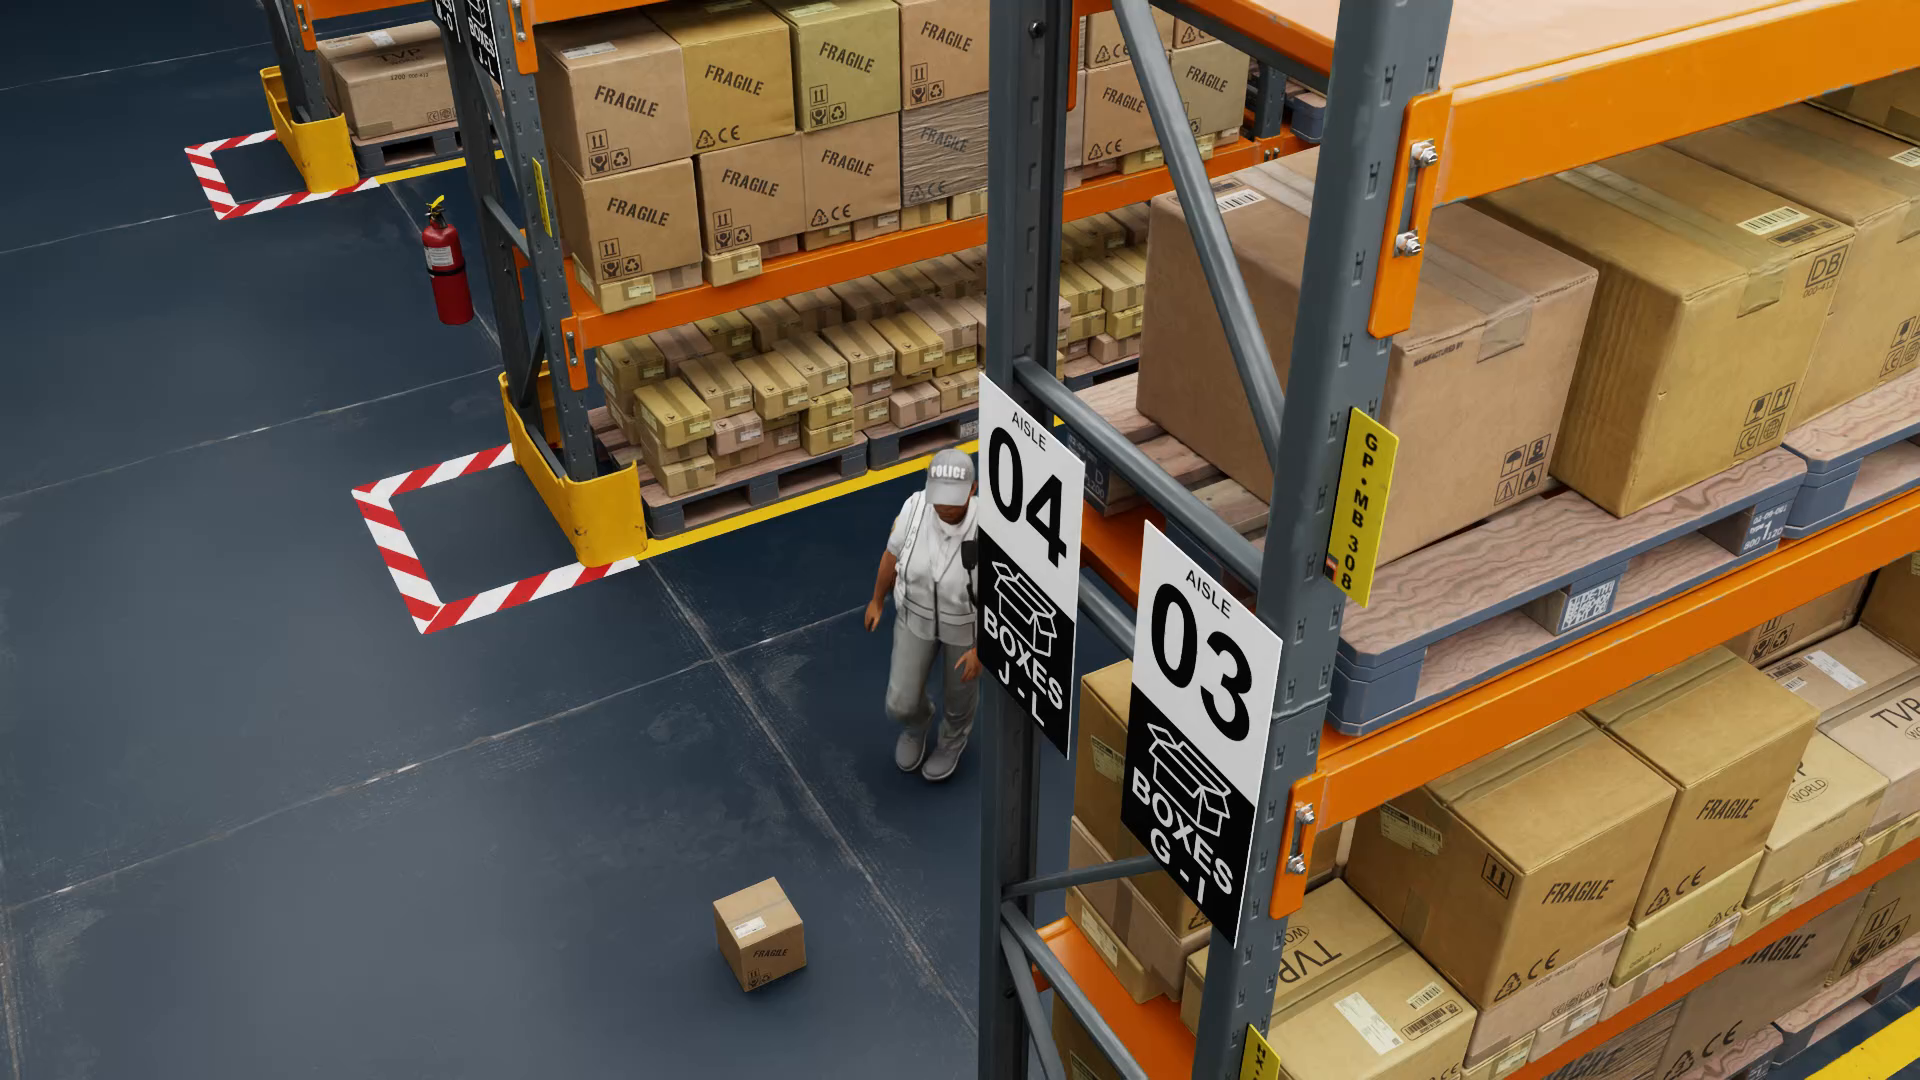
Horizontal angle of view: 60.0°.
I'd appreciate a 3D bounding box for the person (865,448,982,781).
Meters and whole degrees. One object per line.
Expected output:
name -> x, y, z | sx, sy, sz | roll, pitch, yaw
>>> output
person -> -0.091, 0.321, 6.478 | 0.612, 1.651, 0.459 | 9, 38, 11
